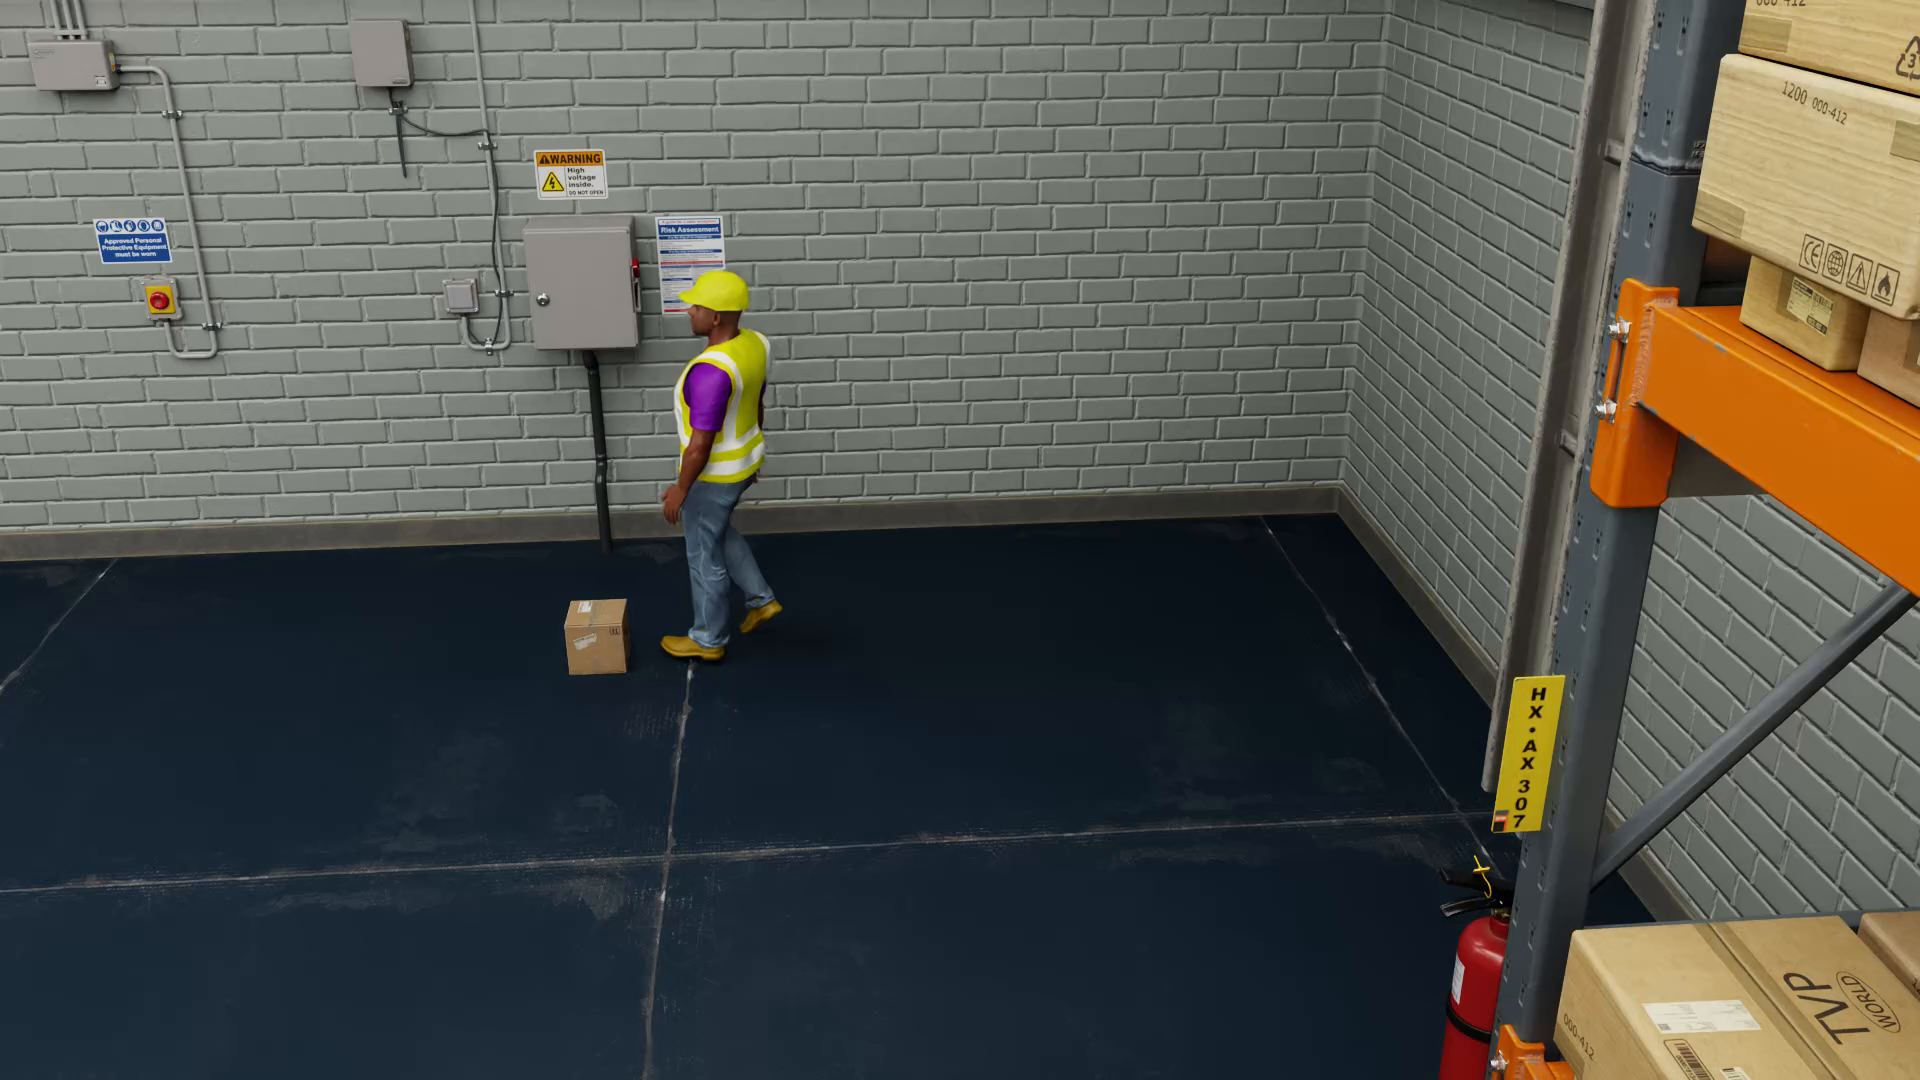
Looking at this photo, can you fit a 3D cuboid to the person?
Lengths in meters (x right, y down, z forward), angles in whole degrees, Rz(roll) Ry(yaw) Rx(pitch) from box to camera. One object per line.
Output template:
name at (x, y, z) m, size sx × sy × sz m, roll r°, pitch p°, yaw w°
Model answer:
person at (-1.092, -0.310, 7.218) m, size 0.516 × 1.770 × 0.619 m, roll 7°, pitch 25°, yaw 16°
